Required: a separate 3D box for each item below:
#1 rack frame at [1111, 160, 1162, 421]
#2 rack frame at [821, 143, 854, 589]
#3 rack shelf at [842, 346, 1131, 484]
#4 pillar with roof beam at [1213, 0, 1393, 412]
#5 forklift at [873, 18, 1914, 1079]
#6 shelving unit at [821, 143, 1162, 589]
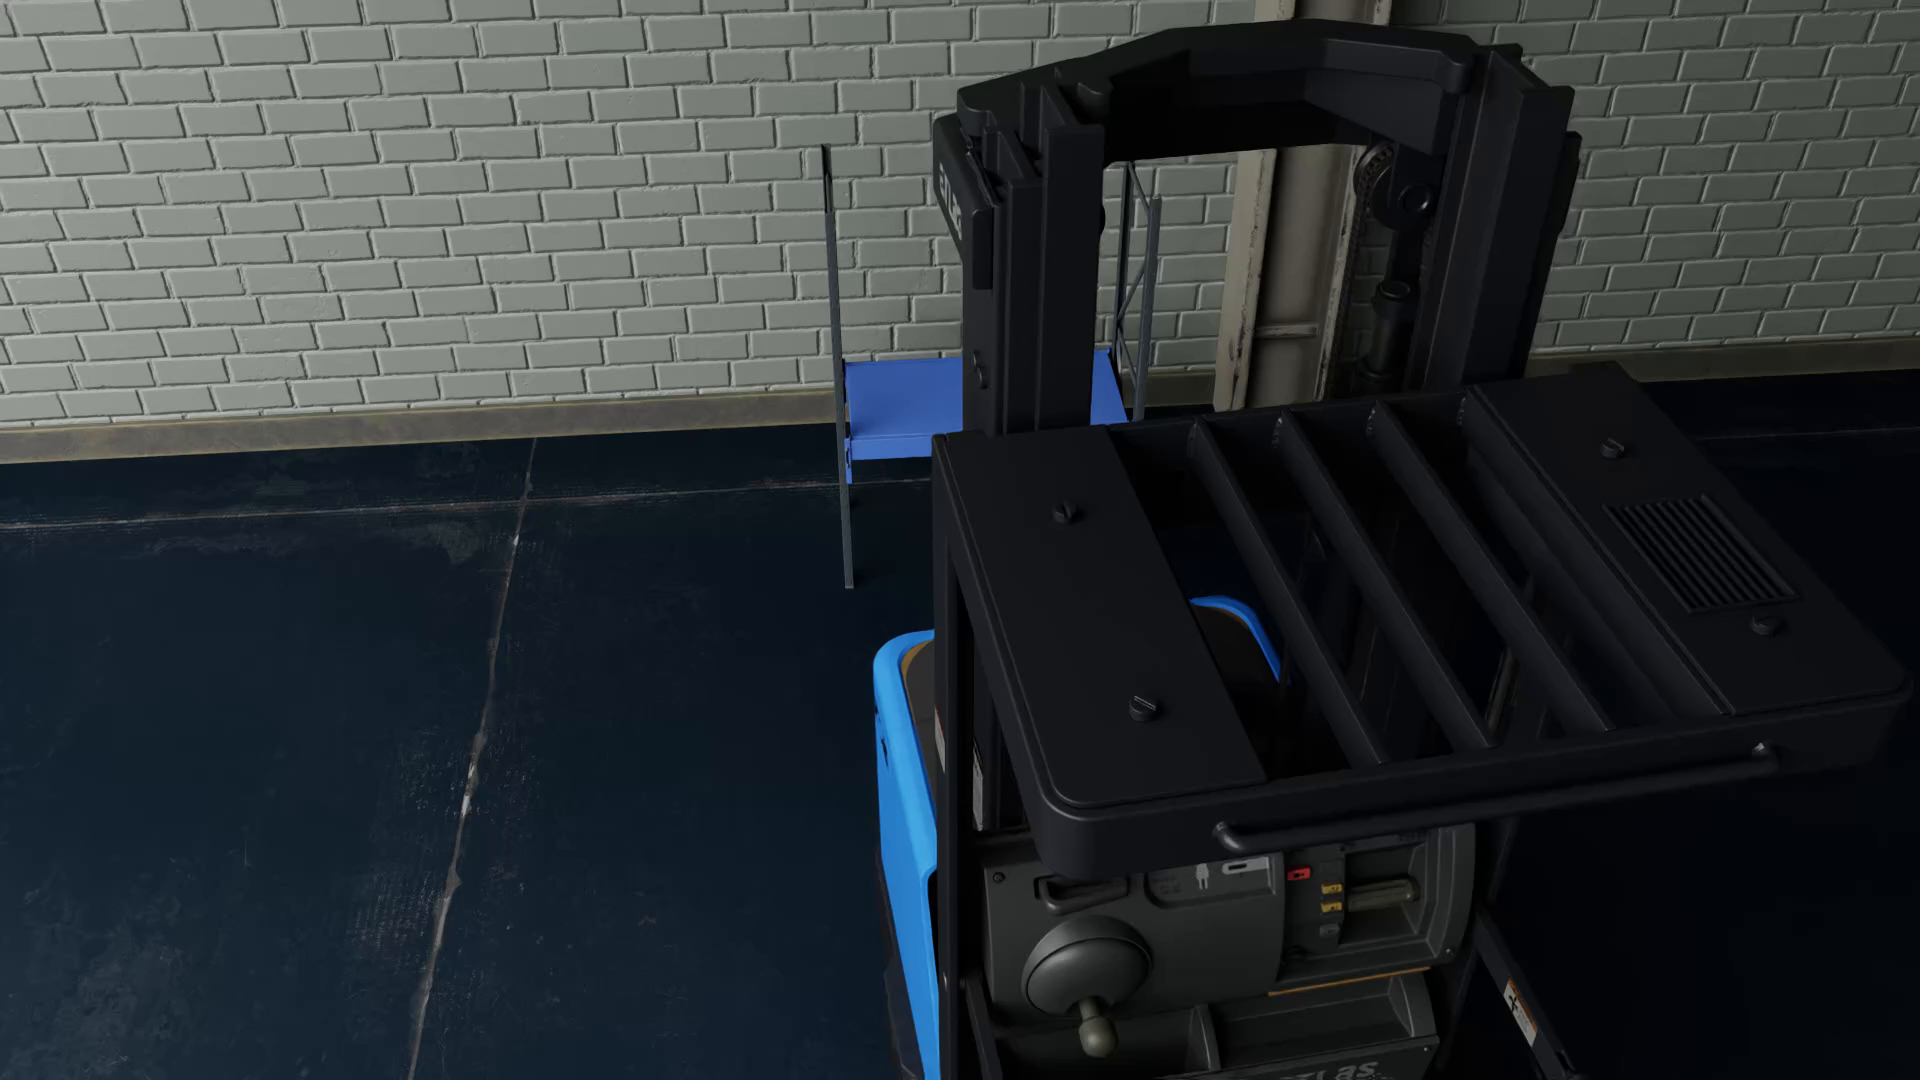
[{"bbox_3d":[0.591,-0.621,5.827,0.032,1.500,0.500,-3,38,-4],"label":"rack frame"},{"bbox_3d":[-0.421,-0.566,5.756,0.032,1.500,0.500,-3,38,-4],"label":"rack frame"},{"bbox_3d":[0.085,-0.452,5.903,1.000,0.185,0.538,-3,38,-4],"label":"rack shelf"},{"bbox_3d":[1.651,-1.387,0.743,0.400,9.000,9.100,-3,38,-4],"label":"pillar with roof beam"},{"bbox_3d":[0.548,0.774,2.902,1.130,2.935,3.031,-7,39,-9],"label":"forklift"},{"bbox_3d":[0.085,-0.593,5.791,1.048,1.500,0.538,-3,38,-4],"label":"shelving unit"}]
